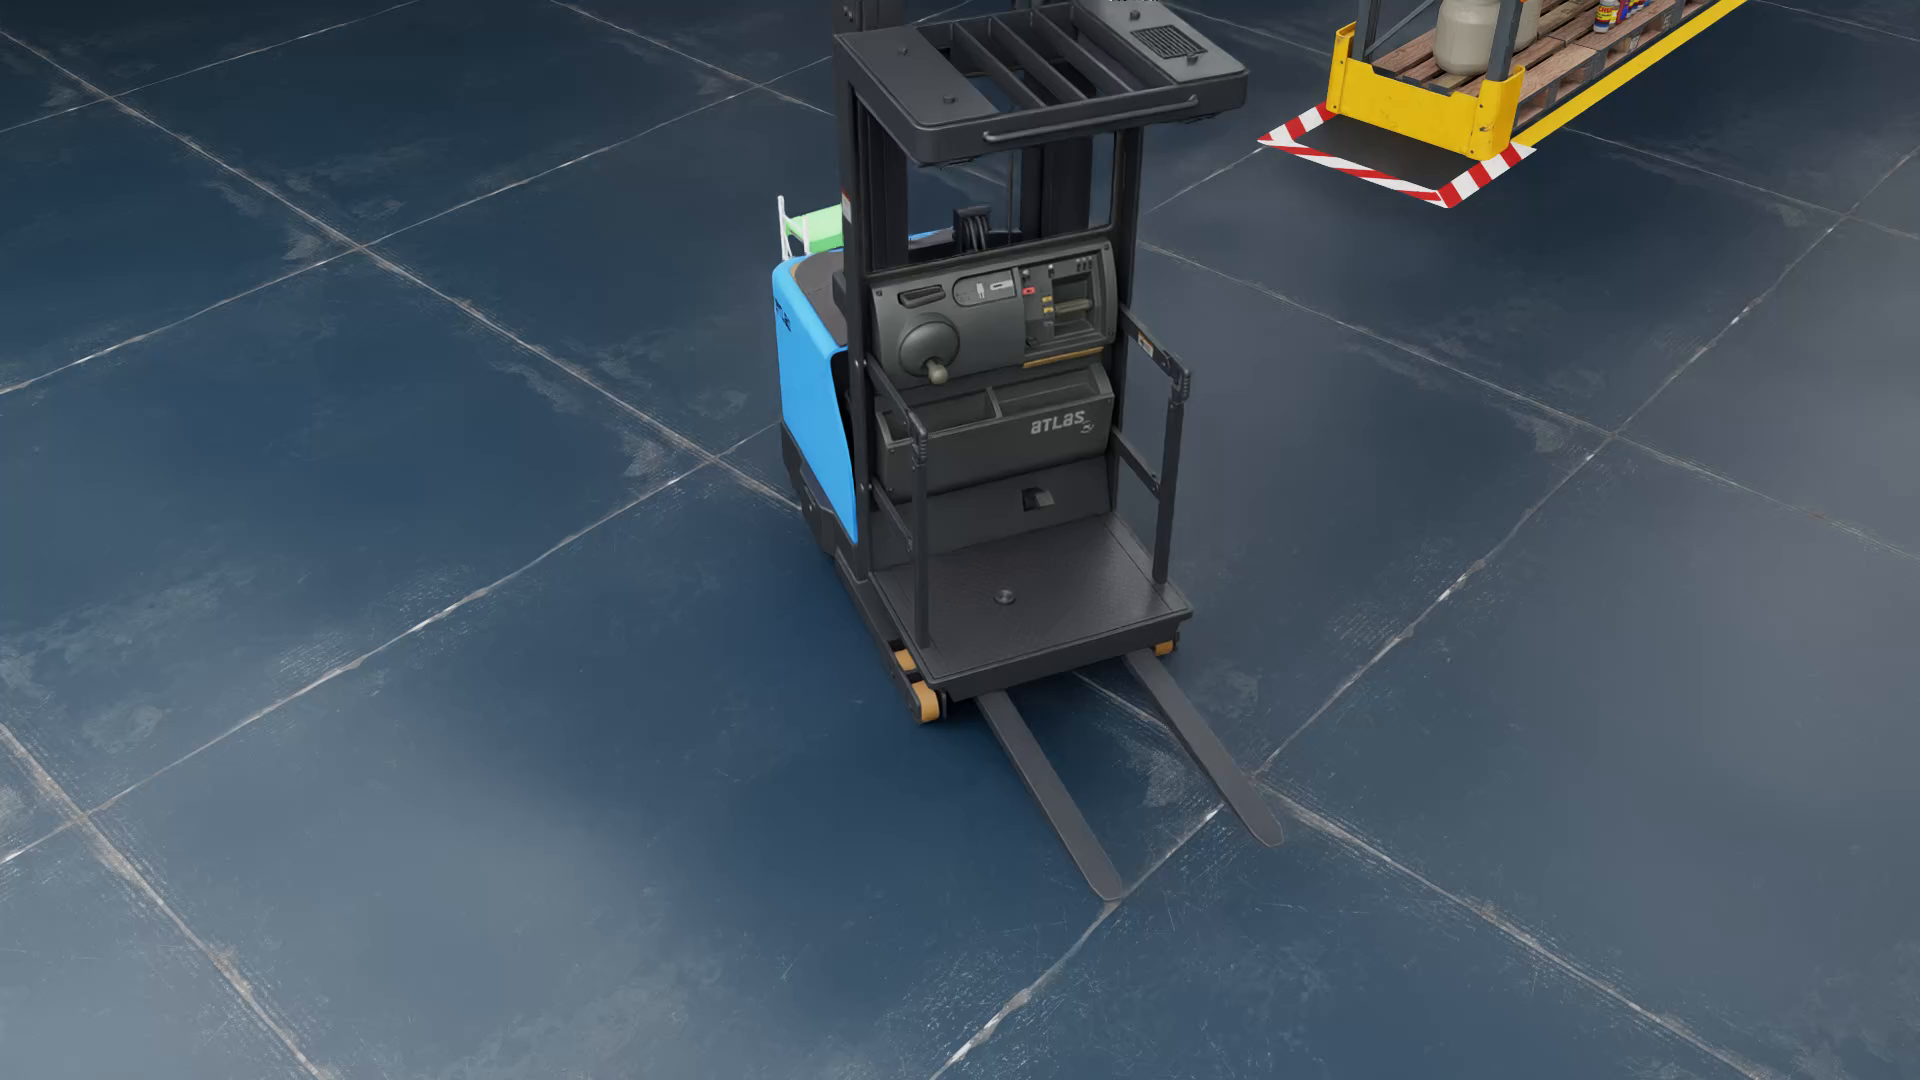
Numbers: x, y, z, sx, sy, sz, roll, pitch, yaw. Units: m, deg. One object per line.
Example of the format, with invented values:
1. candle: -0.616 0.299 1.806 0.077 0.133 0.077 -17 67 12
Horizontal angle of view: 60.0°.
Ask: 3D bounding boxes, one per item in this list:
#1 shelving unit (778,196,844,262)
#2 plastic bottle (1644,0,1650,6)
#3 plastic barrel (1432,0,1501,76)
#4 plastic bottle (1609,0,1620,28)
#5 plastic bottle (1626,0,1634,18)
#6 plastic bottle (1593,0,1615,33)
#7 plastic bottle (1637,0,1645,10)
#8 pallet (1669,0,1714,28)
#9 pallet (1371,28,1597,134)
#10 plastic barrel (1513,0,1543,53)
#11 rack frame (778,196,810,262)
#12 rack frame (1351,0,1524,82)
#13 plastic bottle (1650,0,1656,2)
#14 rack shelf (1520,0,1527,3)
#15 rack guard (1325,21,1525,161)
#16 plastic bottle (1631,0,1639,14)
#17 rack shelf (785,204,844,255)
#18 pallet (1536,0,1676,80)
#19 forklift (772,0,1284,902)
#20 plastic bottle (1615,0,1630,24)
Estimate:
1. shelving unit: -0.508 -1.036 7.586 0.503 1.200 0.258 -22 43 -25
2. plastic bottle: 4.759 -3.847 11.517 0.097 0.271 0.097 0 38 0
3. plastic barrel: 3.258 -3.270 10.613 0.421 0.512 0.421 0 38 0
4. plastic bottle: 4.393 -3.571 11.226 0.097 0.201 0.097 0 38 0
5. plastic bottle: 4.554 -3.708 11.342 0.097 0.271 0.097 0 38 0
6. plastic bottle: 4.323 -3.551 11.144 0.097 0.271 0.097 0 38 0
7. plastic bottle: 4.689 -3.772 11.479 0.097 0.201 0.097 0 38 0
8. pallet: 5.085 -4.200 12.362 1.003 0.211 1.213 30 47 32
9. pallet: 3.439 -3.079 10.952 1.003 0.211 1.213 30 47 32
10. plastic barrel: 3.596 -3.500 10.903 0.421 0.512 0.421 0 38 0
11. rack frame: -0.712 -0.953 7.482 0.015 1.200 0.240 -22 43 -25
12. rack frame: 2.870 -3.744 9.549 1.000 3.000 0.127 30 47 32
13. plastic bottle: 4.827 -3.867 11.598 0.097 0.201 0.097 0 38 0
14. rack shelf: 4.219 -4.382 10.928 1.077 0.370 4.000 30 47 32
15. rack guard: 2.887 -2.821 10.396 1.175 0.500 0.348 30 47 32
16. plastic bottle: 4.622 -3.754 11.400 0.097 0.271 0.097 0 38 0
17. rack shelf: -0.510 -1.363 7.330 0.480 0.148 0.258 -22 43 -25
18. pallet: 4.262 -3.637 11.654 1.003 0.211 1.213 30 47 32
19. forklift: 0.217 -0.747 5.834 1.130 2.935 3.031 -14 41 -17
20. plastic bottle: 4.489 -3.652 11.262 0.061 0.283 0.133 30 48 33
